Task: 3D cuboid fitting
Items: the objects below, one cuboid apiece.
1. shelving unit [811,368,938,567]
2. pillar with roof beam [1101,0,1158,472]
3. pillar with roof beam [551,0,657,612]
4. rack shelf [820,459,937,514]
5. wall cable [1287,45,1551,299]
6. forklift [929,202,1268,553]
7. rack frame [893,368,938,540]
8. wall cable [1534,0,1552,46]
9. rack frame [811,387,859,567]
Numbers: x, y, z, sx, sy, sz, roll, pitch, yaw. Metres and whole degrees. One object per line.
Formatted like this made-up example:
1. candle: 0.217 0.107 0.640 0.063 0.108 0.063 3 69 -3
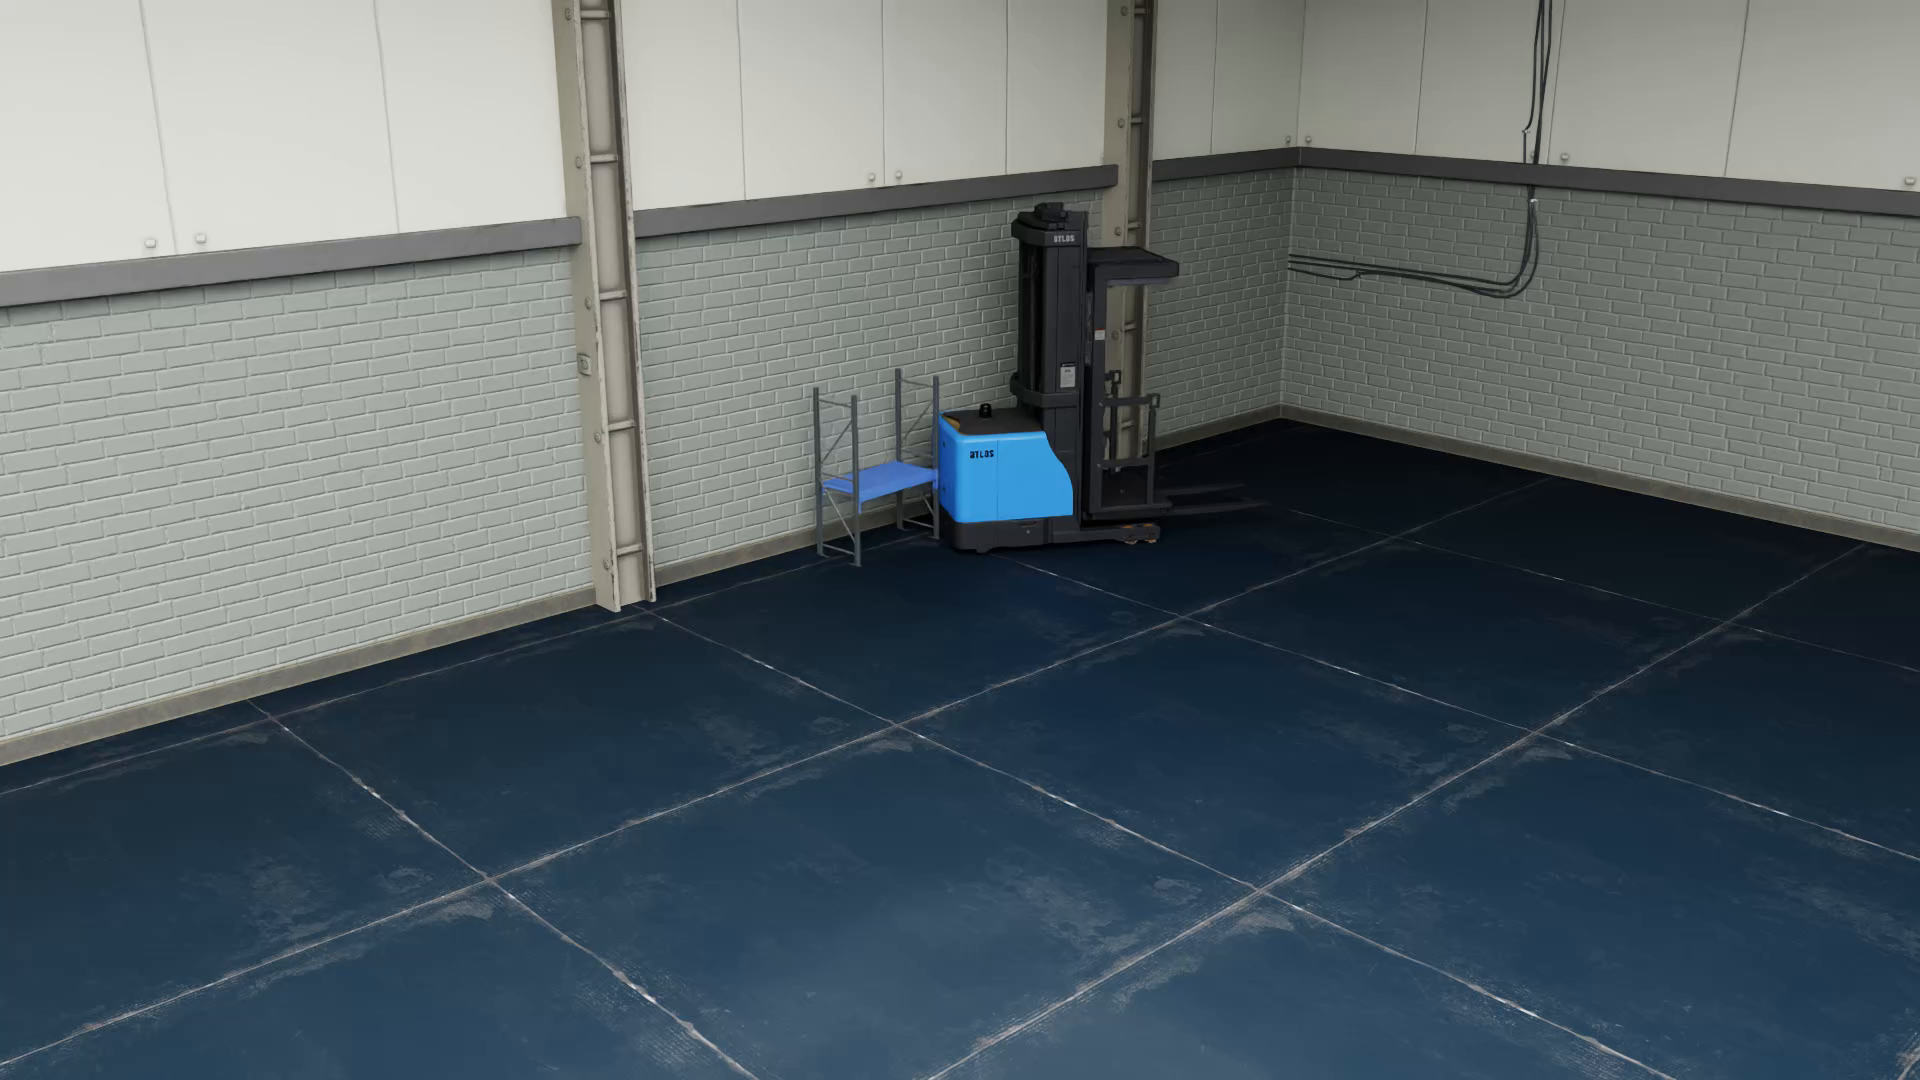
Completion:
1. shelving unit: -0.732 -0.651 14.560 0.538 1.500 1.048 15 23 39
2. pillar with roof beam: 4.614 -4.089 13.005 0.400 9.000 9.100 -16 24 -41
3. pillar with roof beam: 0.254 -2.817 9.084 0.400 9.000 9.100 -16 24 -41
4. rack shelf: -0.732 -0.480 14.615 0.538 0.185 1.000 15 23 39
5. wall cable: 4.705 -3.904 17.471 0.112 2.526 3.097 -16 24 -41
6. forklift: 1.292 -1.505 14.875 3.031 2.935 1.130 -5 19 -14
7. rack frame: -0.398 -0.769 14.924 0.500 1.500 0.032 15 23 39
8. wall cable: 6.564 -5.700 14.822 0.112 2.526 3.097 -16 24 -41
9. rack frame: -1.066 -0.532 14.195 0.500 1.500 0.032 15 23 39
